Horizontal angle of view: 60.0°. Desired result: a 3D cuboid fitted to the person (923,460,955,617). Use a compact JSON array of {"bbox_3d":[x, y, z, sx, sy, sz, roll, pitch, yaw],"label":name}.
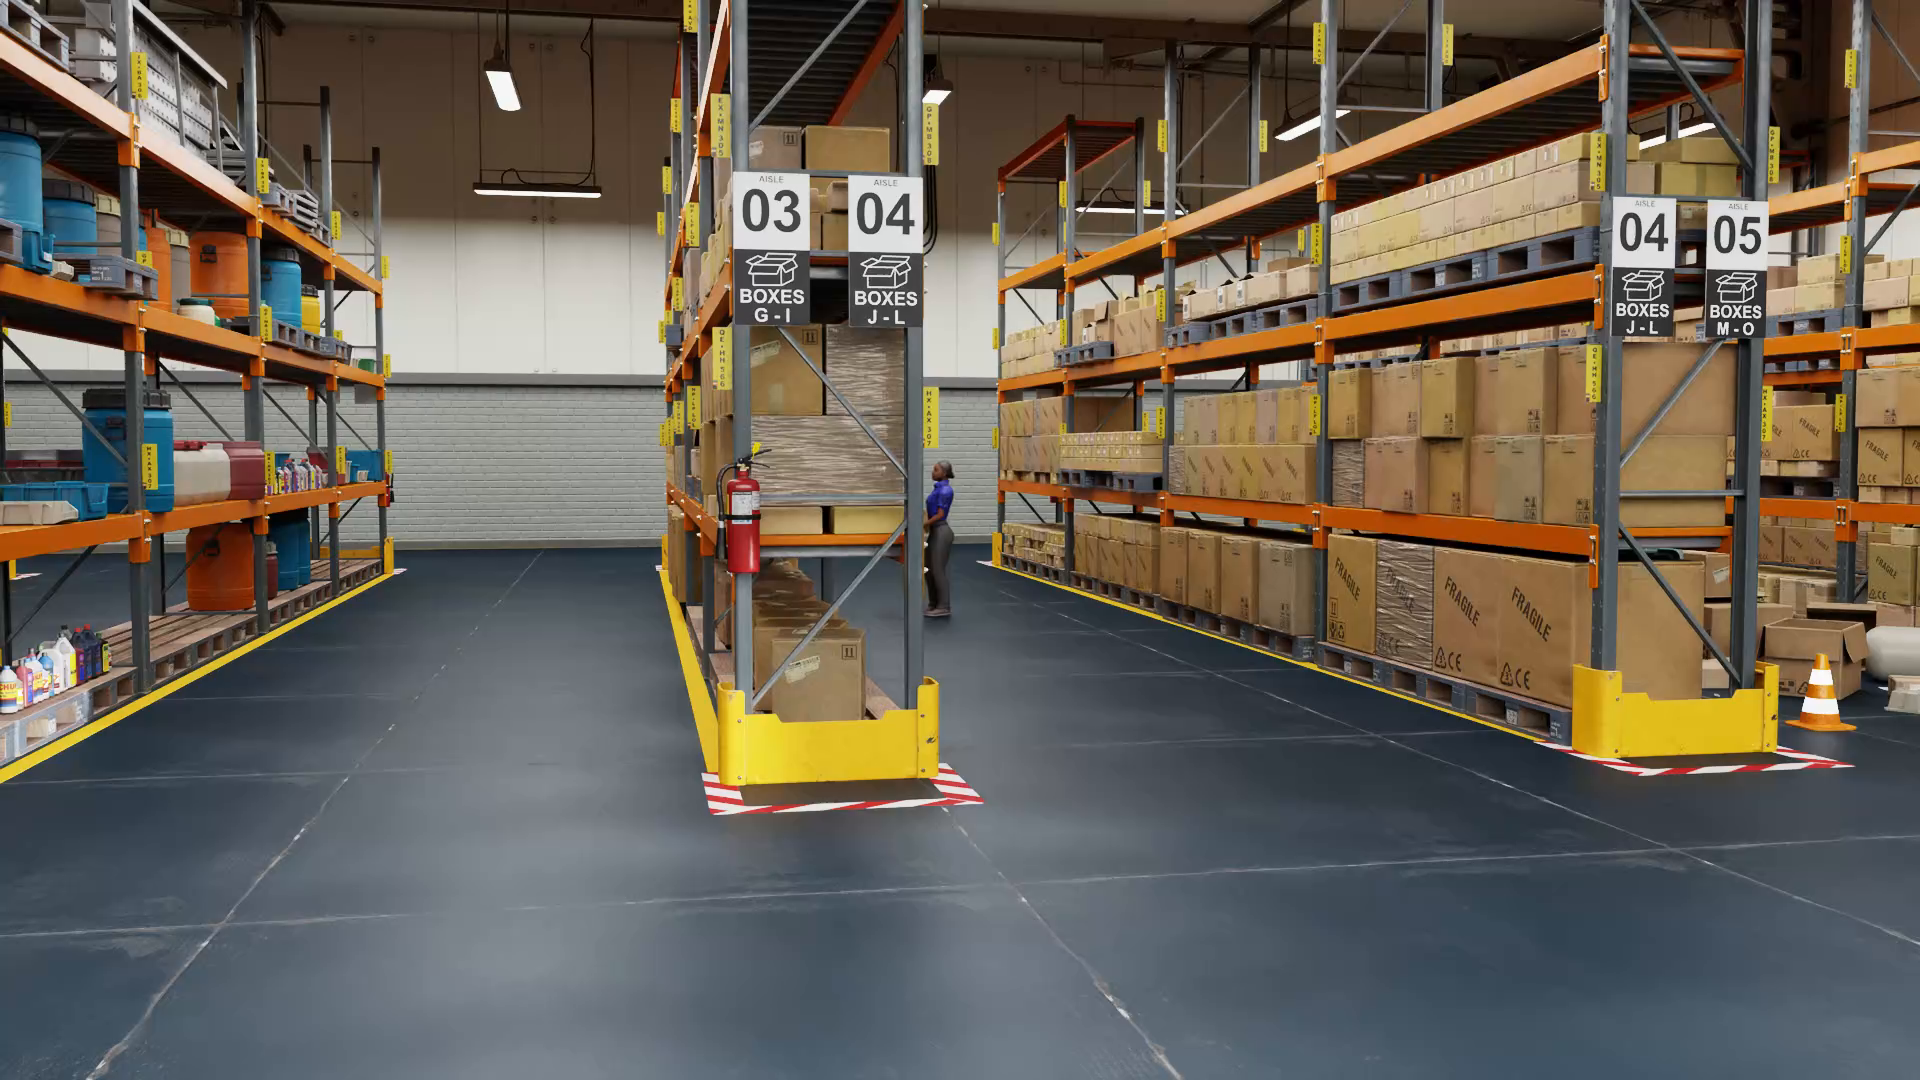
[{"bbox_3d":[-0.307,-0.021,17.605,0.508,1.651,0.455,-1,3,-12],"label":"person"}]
